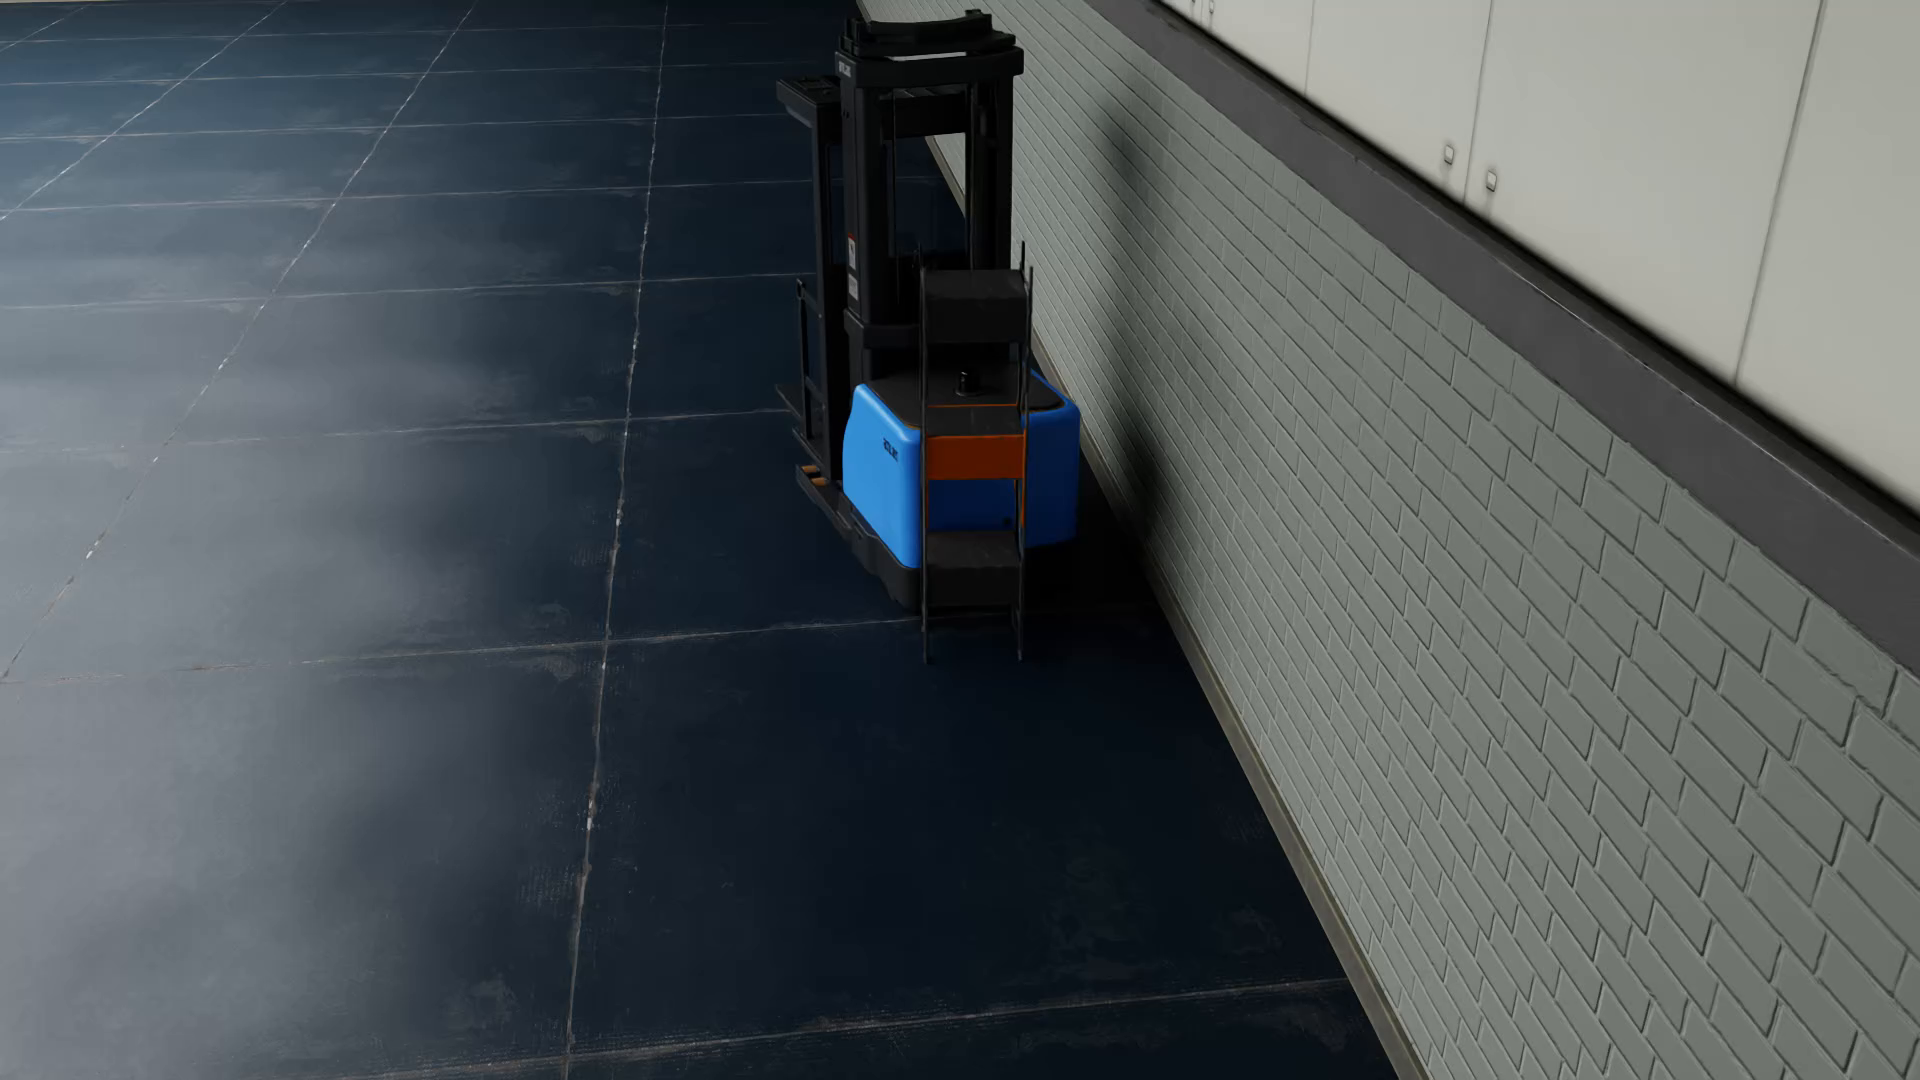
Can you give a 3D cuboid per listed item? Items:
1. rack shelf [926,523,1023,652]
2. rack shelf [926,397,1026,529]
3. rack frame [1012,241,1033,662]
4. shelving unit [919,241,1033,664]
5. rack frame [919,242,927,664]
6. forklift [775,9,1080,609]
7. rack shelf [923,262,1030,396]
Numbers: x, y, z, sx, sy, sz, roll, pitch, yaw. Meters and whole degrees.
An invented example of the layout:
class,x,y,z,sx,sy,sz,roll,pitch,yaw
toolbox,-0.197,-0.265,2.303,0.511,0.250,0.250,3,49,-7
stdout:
class,x,y,z,sx,sy,sz,roll,pitch,yaw
rack shelf,0.059,0.239,8.543,0.480,0.518,0.431,-1,27,-4
rack shelf,0.063,-0.383,8.224,0.480,0.518,0.431,-1,27,-4
rack frame,0.307,-0.402,8.232,0.015,2.100,0.400,-1,27,-4
shelving unit,0.063,-0.396,8.217,0.503,2.100,0.431,-1,27,-4
rack frame,-0.180,-0.390,8.202,0.015,2.100,0.400,-1,27,-4
forklift,-0.372,-1.585,9.629,1.130,2.935,3.031,-11,29,-20
rack shelf,0.067,-1.006,7.904,0.480,0.518,0.431,-1,27,-4
